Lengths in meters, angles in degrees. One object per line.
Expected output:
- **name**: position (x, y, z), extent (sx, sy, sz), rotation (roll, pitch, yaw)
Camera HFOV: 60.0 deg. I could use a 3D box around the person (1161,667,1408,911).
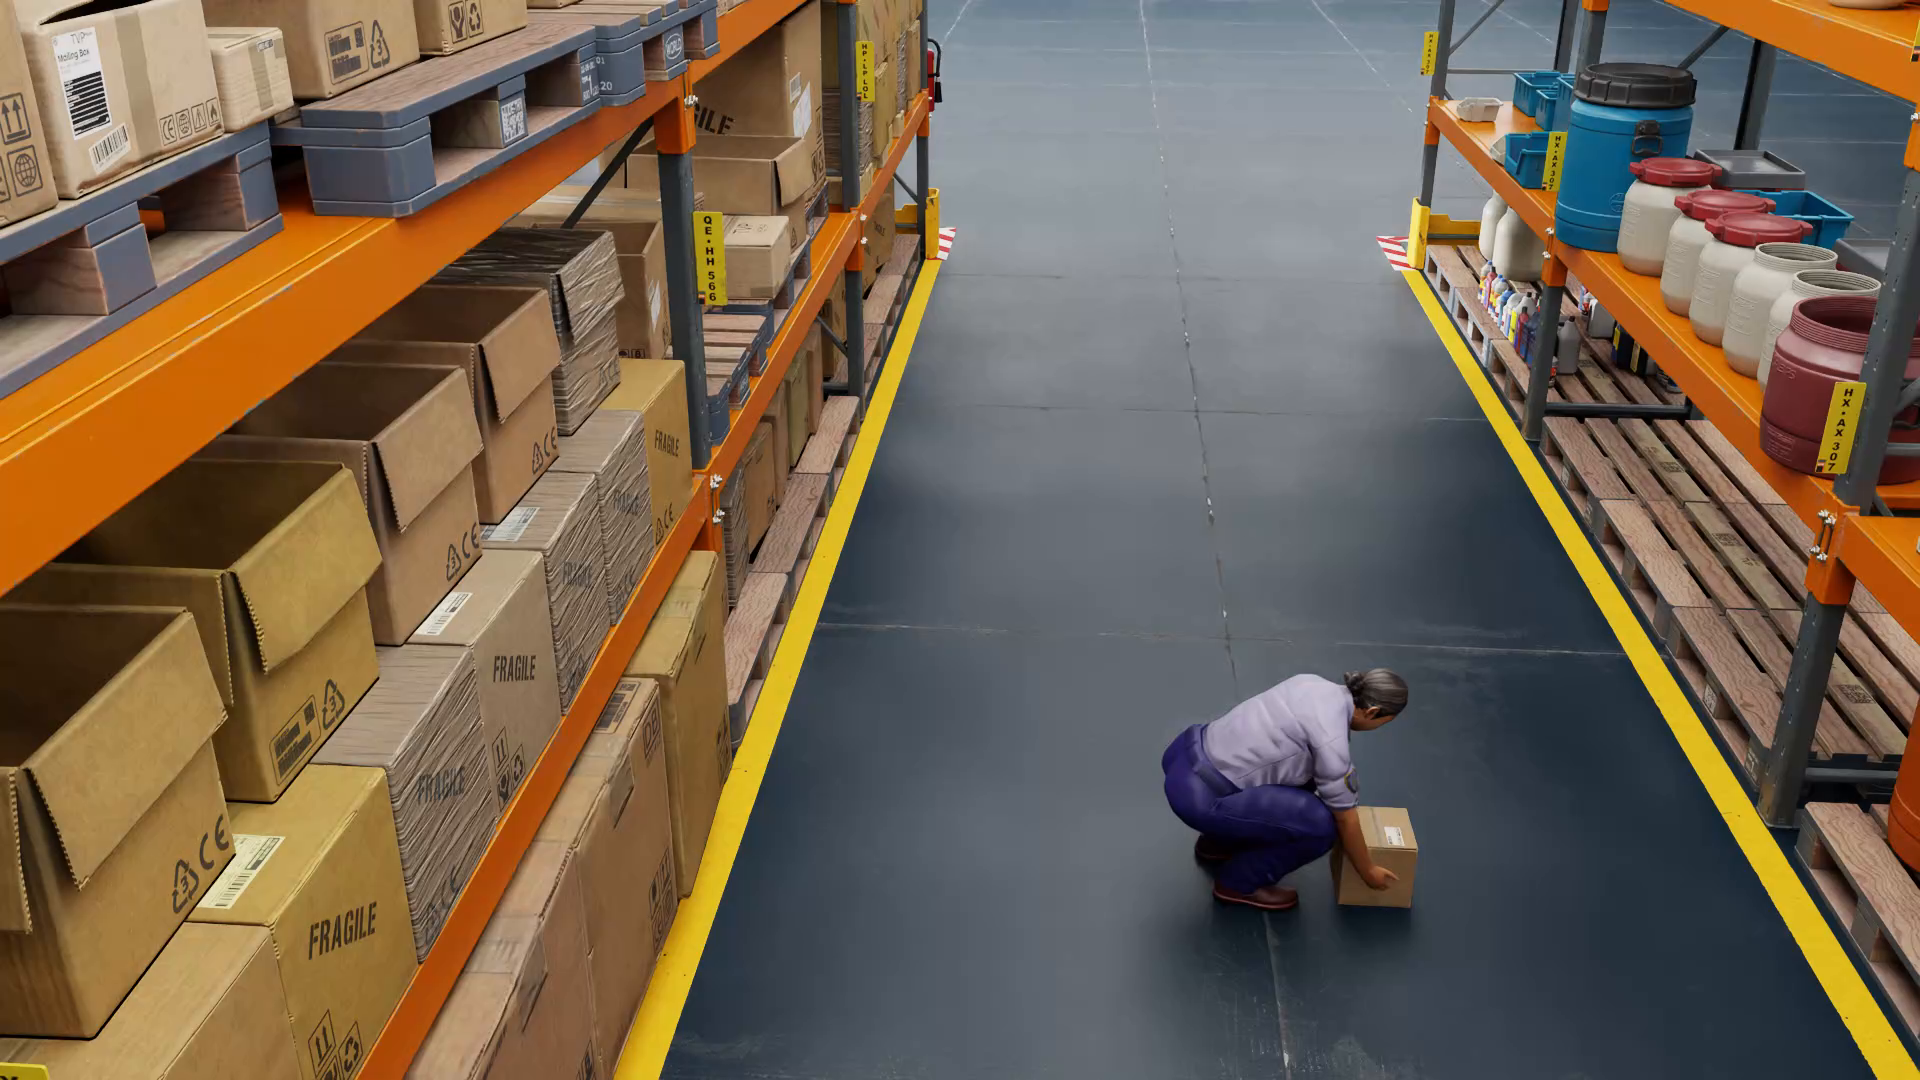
- **person**: position (1.116, 0.833, 5.786), extent (0.822, 0.843, 0.514), rotation (2, 25, 4)
